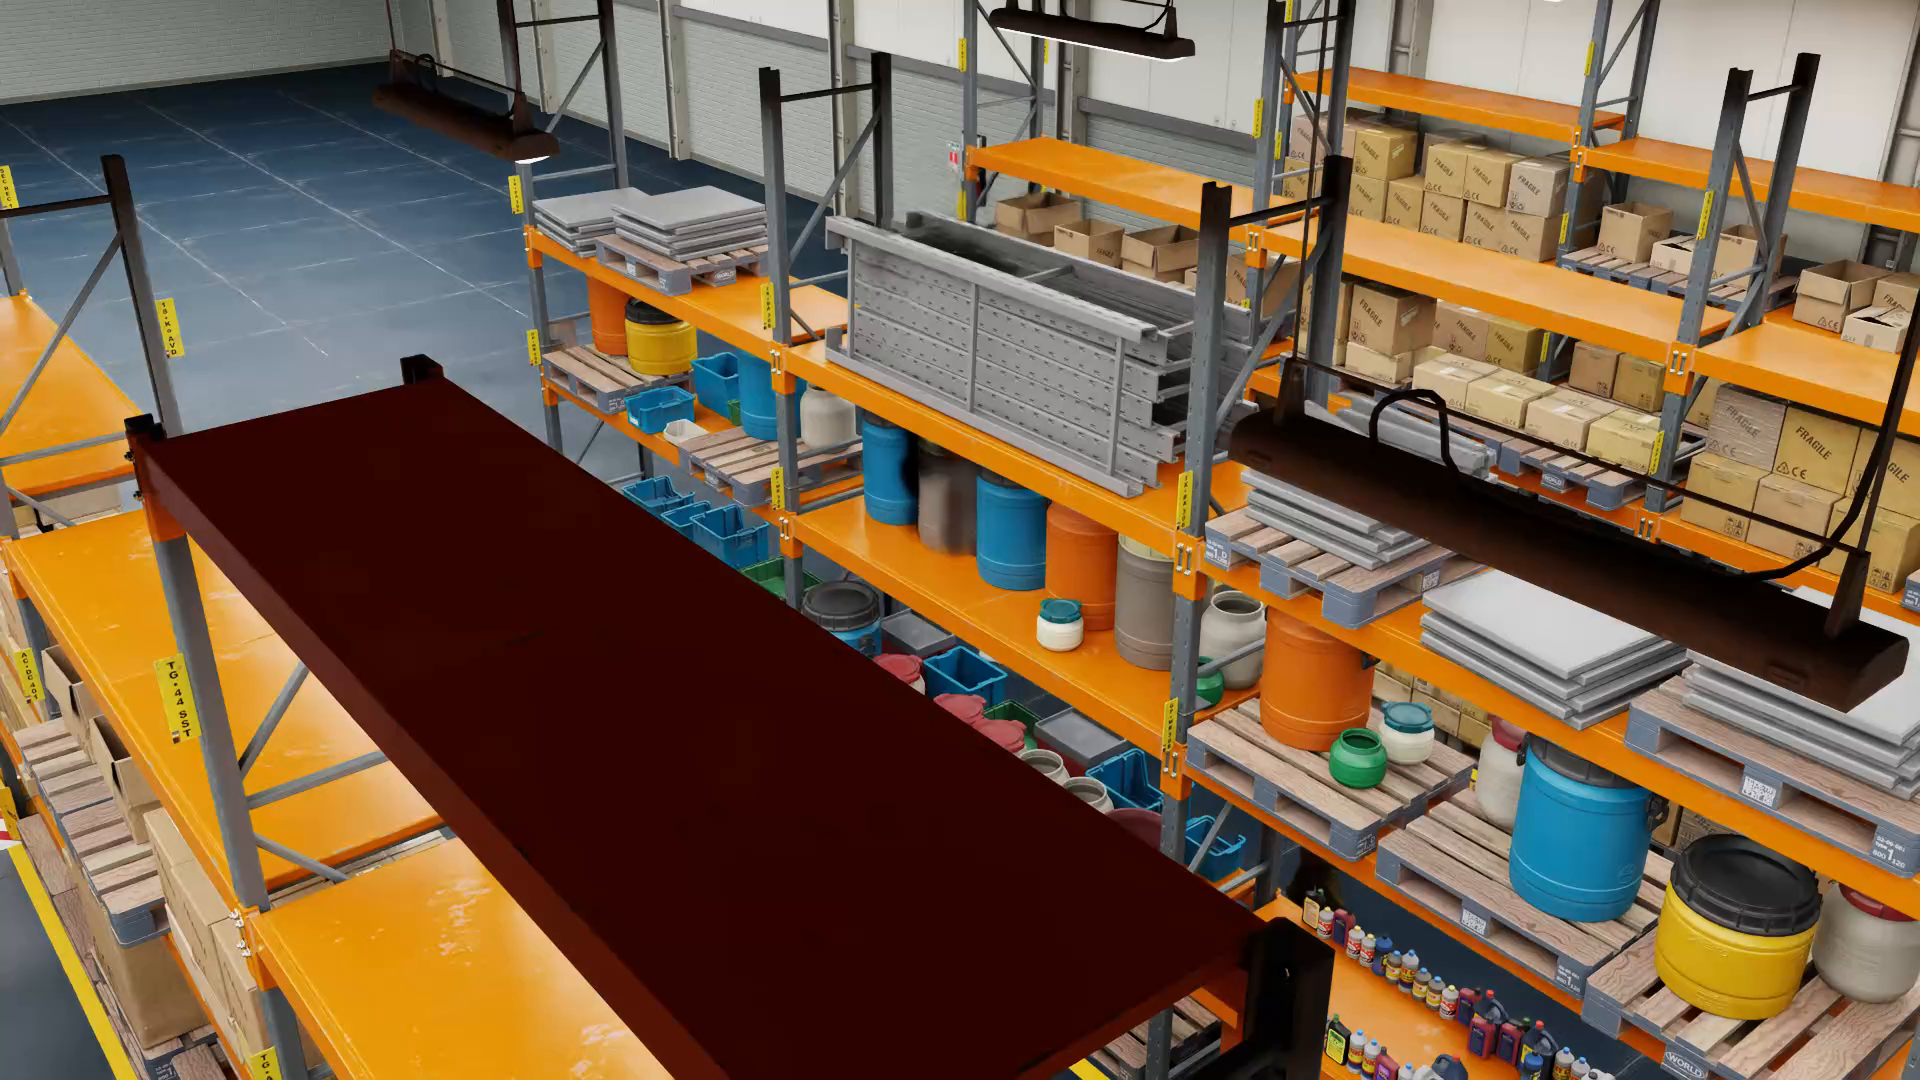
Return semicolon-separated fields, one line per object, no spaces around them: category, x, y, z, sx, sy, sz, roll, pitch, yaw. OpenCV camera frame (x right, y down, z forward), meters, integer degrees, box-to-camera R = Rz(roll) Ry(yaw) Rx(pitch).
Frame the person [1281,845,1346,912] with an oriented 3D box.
person;2.506;1.969;11.491;0.698;1.832;0.866;-19;32;-34

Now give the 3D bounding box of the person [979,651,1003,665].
person;0.431;0.364;14.857;0.625;1.747;0.683;18;31;32
